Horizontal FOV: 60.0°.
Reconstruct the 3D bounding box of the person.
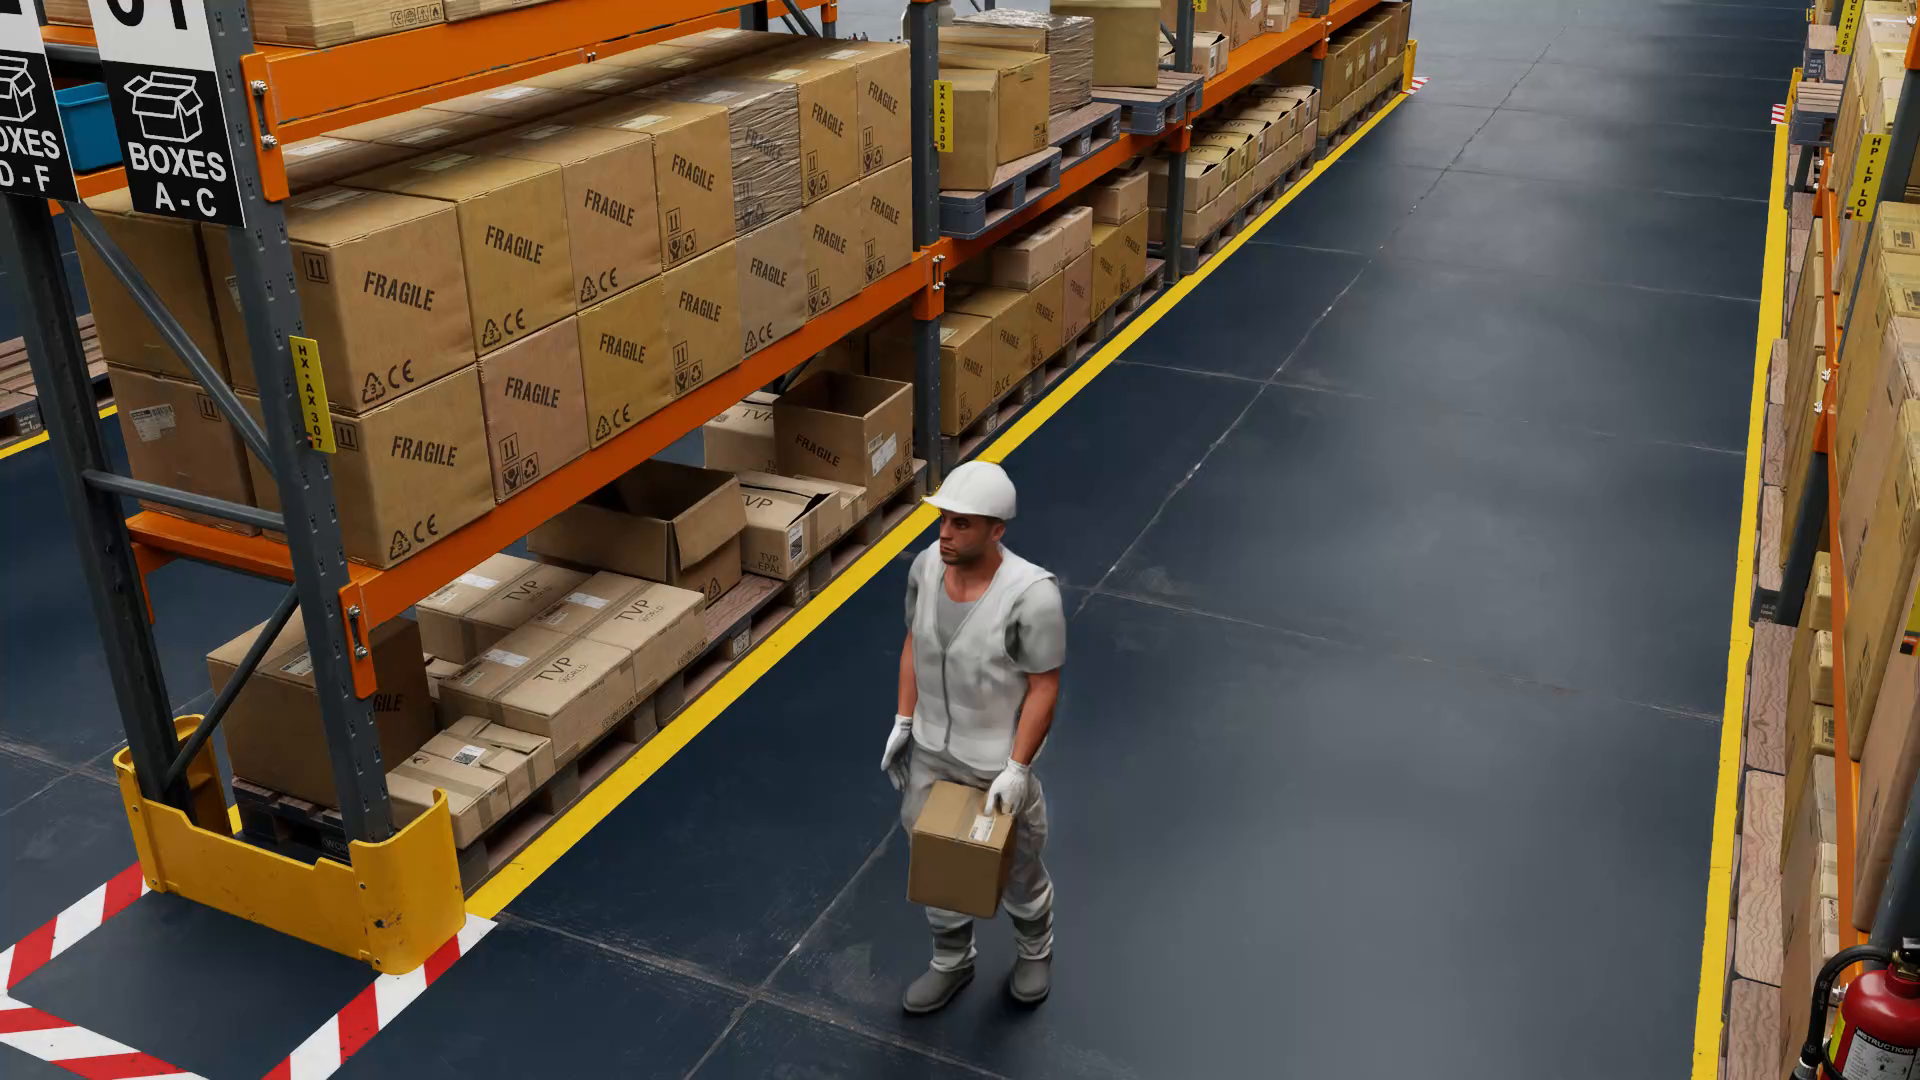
[{"bbox_3d":[0.060,0.599,4.852,0.536,1.788,0.506,18,31,32],"label":"person"}]
